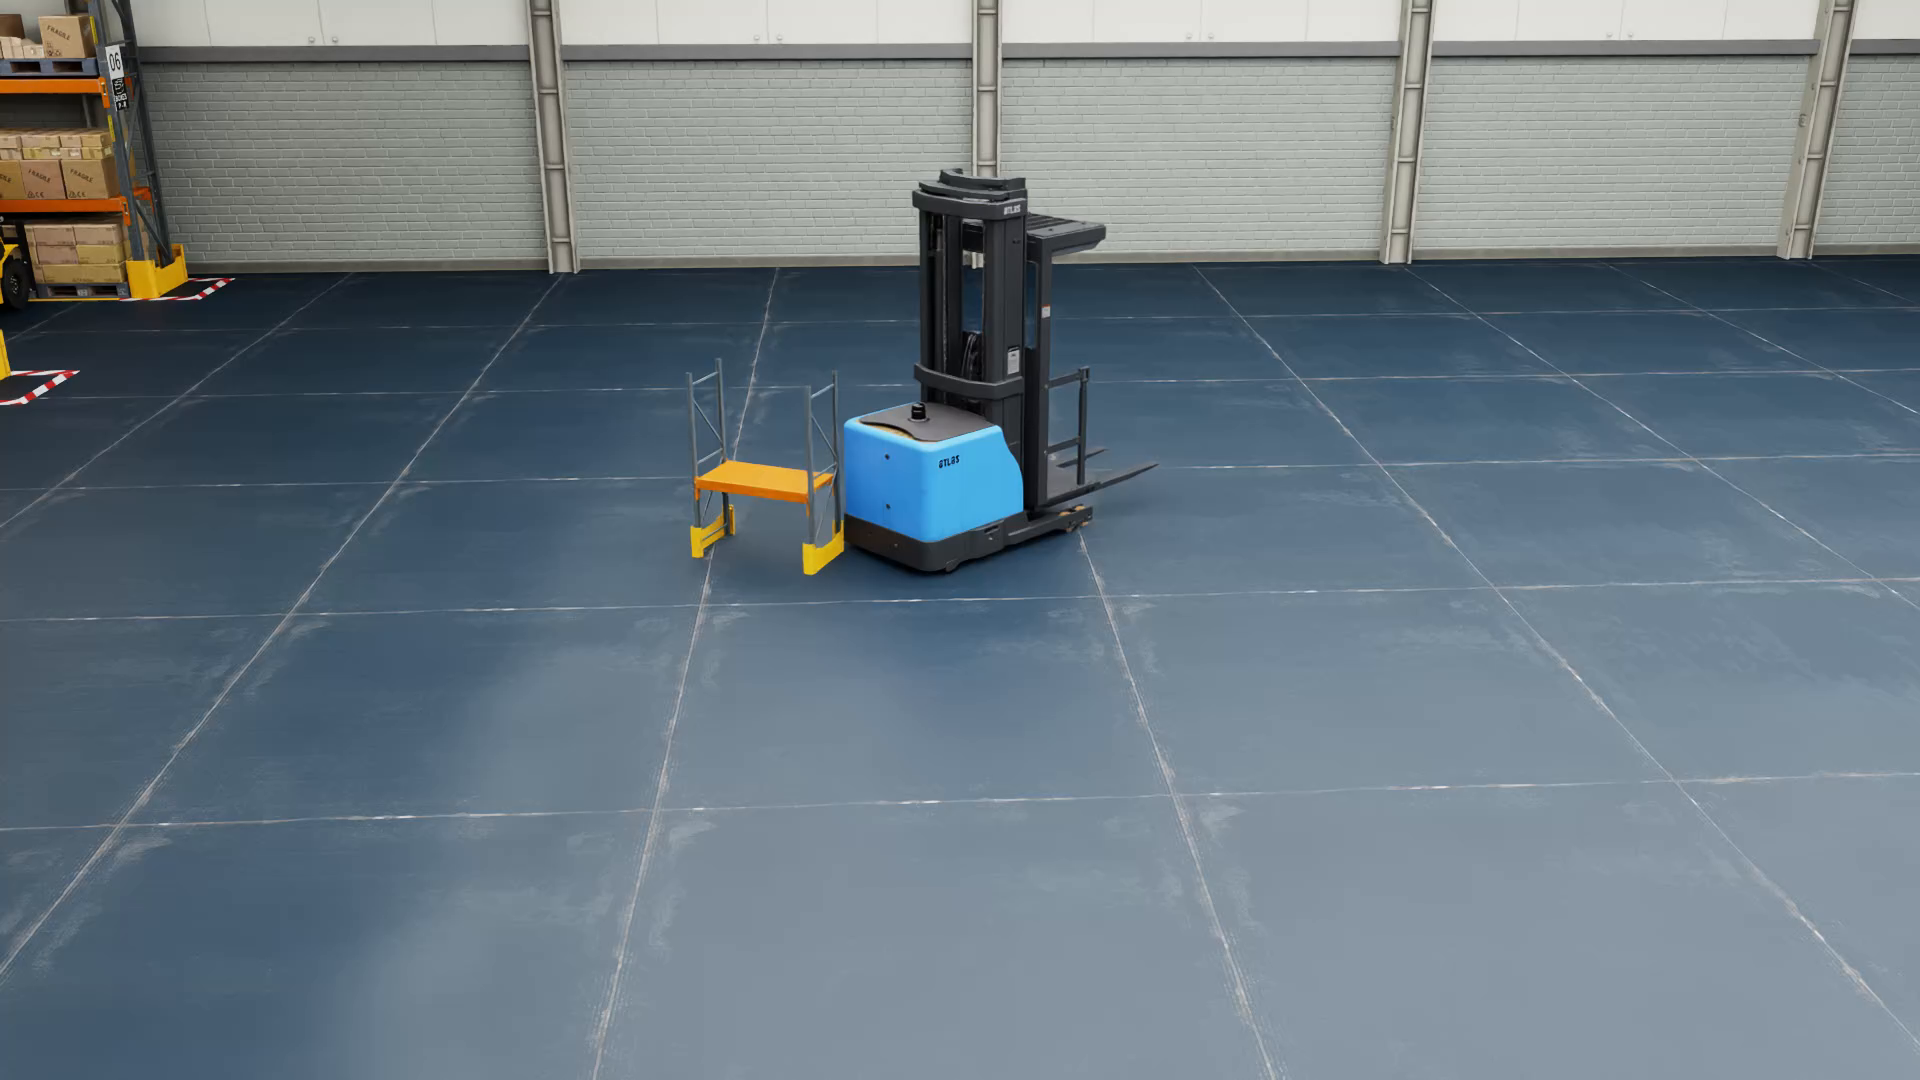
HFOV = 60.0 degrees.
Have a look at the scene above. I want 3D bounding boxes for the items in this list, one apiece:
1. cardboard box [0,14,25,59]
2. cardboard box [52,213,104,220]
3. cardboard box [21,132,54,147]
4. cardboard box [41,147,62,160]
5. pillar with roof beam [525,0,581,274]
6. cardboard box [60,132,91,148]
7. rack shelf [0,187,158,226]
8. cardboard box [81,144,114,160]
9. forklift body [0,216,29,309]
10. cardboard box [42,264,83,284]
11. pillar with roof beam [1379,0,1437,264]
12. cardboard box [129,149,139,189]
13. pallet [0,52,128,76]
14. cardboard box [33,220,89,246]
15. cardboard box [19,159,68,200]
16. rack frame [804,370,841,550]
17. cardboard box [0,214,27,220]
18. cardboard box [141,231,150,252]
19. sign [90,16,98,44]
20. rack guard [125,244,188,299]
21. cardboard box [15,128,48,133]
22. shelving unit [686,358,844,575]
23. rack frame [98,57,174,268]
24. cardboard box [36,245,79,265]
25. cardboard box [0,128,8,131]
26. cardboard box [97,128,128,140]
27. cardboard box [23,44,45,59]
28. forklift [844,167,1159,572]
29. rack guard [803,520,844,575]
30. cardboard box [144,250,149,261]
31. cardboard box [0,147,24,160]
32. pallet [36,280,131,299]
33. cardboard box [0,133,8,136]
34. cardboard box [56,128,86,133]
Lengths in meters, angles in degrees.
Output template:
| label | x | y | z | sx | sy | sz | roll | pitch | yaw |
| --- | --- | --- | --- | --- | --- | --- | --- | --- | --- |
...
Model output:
| label | x | y | z | sx | sy | sz | roll | pitch | yaw |
| --- | --- | --- | --- | --- | --- | --- | --- | --- | --- |
| cardboard box | -12.323 | -6.413 | 21.163 | 0.500 | 0.500 | 0.700 | -1 | 21 | -3 |
| cardboard box | -11.856 | -4.227 | 22.377 | 0.500 | 0.250 | 0.500 | -1 | 21 | -3 |
| cardboard box | -11.969 | -5.200 | 21.593 | 0.250 | 0.149 | 0.380 | -1 | 21 | -3 |
| cardboard box | -11.713 | -5.047 | 21.609 | 0.250 | 0.149 | 0.380 | -1 | 21 | -2 |
| pillar with roof beam | -5.377 | -6.505 | 18.060 | 0.400 | 9.000 | 9.100 | -1 | 21 | -3 |
| cardboard box | -11.456 | -5.193 | 21.576 | 0.250 | 0.149 | 0.380 | -1 | 21 | -3 |
| rack shelf | -12.863 | -4.426 | 22.041 | 4.000 | 0.370 | 1.077 | -1 | 21 | -3 |
| cardboard box | -11.196 | -5.046 | 21.607 | 0.250 | 0.149 | 0.380 | -1 | 21 | -2 |
| forklift body | -12.655 | -3.719 | 20.367 | 1.214 | 2.155 | 2.313 | -1 | 21 | -3 |
| cardboard box | -11.814 | -3.585 | 22.097 | 0.500 | 0.250 | 0.500 | -1 | 21 | -3 |
| pillar with roof beam | 6.603 | -6.749 | 18.700 | 0.400 | 9.000 | 9.100 | -1 | 21 | -3 |
| cardboard box | -11.377 | -4.938 | 22.235 | 0.500 | 0.500 | 0.500 | 0 | 21 | -1 |
| pallet | -11.574 | -6.158 | 21.488 | 1.213 | 0.211 | 1.003 | -1 | 21 | -3 |
| cardboard box | -11.818 | -4.049 | 21.908 | 0.500 | 0.250 | 0.500 | -1 | 21 | -2 |
| cardboard box | -11.861 | -4.739 | 21.712 | 0.500 | 0.500 | 0.500 | -1 | 21 | -1 |
| rack frame | -1.056 | -0.525 | 12.891 | 0.032 | 1.500 | 0.500 | 8 | 22 | 20 |
| cardboard box | -12.868 | -4.213 | 22.340 | 0.500 | 0.250 | 0.500 | -2 | 21 | -4 |
| cardboard box | -11.348 | -4.012 | 22.514 | 0.500 | 0.250 | 0.500 | -1 | 21 | -2 |
| sign | -10.849 | -6.388 | 20.836 | 0.005 | 0.325 | 0.100 | -1 | 21 | -3 |
| rack guard | -10.842 | -3.635 | 22.466 | 0.348 | 0.500 | 1.175 | -1 | 21 | -3 |
| cardboard box | -12.249 | -5.343 | 21.969 | 0.250 | 0.149 | 0.380 | -1 | 21 | -1 |
| shelving unit | -1.537 | -0.593 | 13.071 | 1.083 | 1.500 | 0.587 | 8 | 22 | 20 |
| rack frame | -10.866 | -4.803 | 22.020 | 0.127 | 3.000 | 1.000 | -1 | 21 | -3 |
| cardboard box | -11.836 | -3.820 | 22.011 | 0.500 | 0.250 | 0.500 | -1 | 21 | -4 |
| cardboard box | -12.760 | -5.339 | 21.959 | 0.250 | 0.149 | 0.380 | -1 | 21 | -3 |
| cardboard box | -11.214 | -5.361 | 22.015 | 0.250 | 0.149 | 0.380 | -2 | 21 | -4 |
| cardboard box | -11.676 | -6.205 | 21.111 | 0.250 | 0.149 | 0.380 | -2 | 21 | -5 |
| forklift | 0.468 | -1.556 | 13.589 | 3.031 | 2.935 | 1.130 | -19 | 28 | -41 |
| rack guard | -1.074 | 0.057 | 13.120 | 0.087 | 0.250 | 0.587 | 8 | 22 | 20 |
| cardboard box | -11.368 | -3.773 | 22.591 | 0.500 | 0.250 | 0.500 | -1 | 21 | -3 |
| cardboard box | -12.225 | -5.024 | 21.548 | 0.250 | 0.149 | 0.380 | -2 | 21 | -5 |
| pallet | -11.627 | -3.469 | 22.436 | 1.213 | 0.211 | 1.003 | -1 | 21 | -3 |
| cardboard box | -12.480 | -5.148 | 21.456 | 0.250 | 0.149 | 0.380 | -1 | 21 | -2 |
| cardboard box | -11.740 | -5.357 | 22.005 | 0.250 | 0.149 | 0.380 | -1 | 21 | -2 |
